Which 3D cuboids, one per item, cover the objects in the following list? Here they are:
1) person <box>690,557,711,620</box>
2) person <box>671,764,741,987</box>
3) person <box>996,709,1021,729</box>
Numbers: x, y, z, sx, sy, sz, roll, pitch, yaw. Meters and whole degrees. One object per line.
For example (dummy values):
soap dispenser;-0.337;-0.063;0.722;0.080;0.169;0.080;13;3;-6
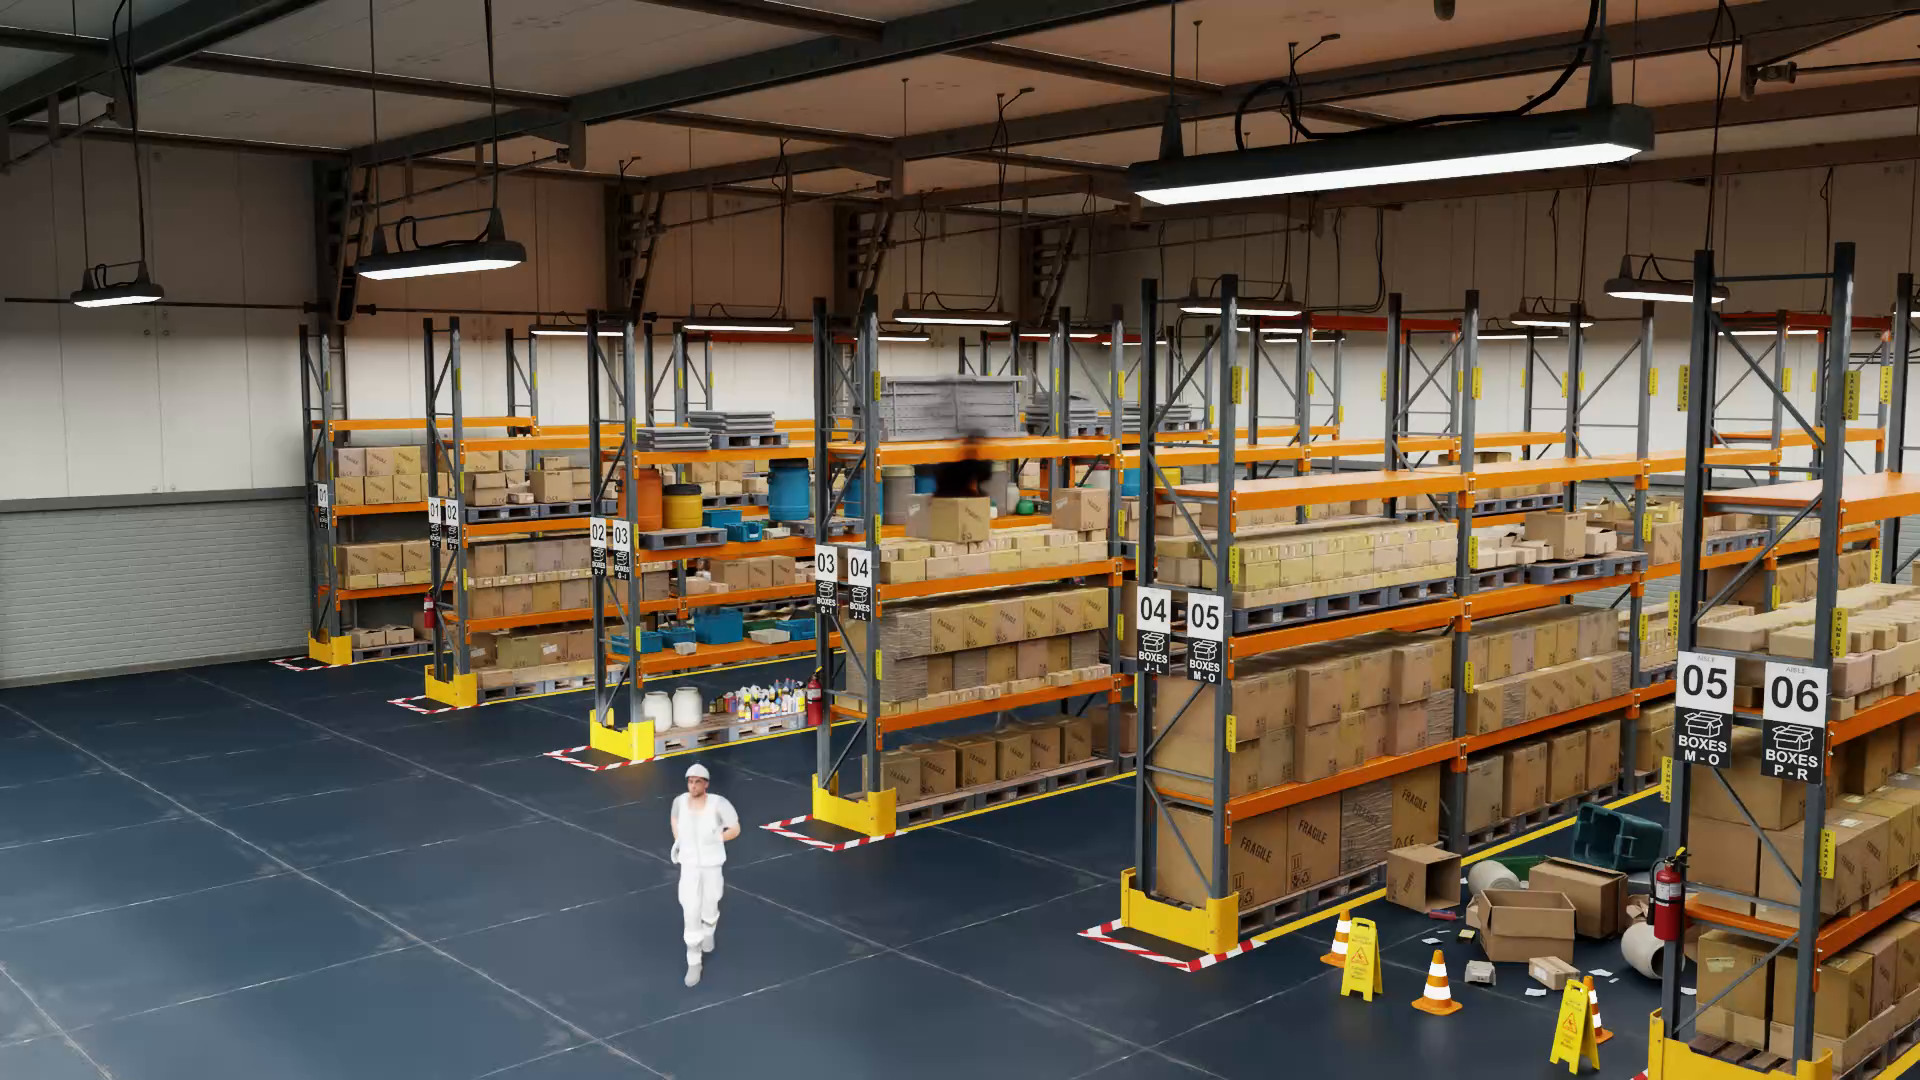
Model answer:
person;-4.929;1.133;31.794;0.614;1.647;0.580;5;7;38
person;-2.206;2.820;14.378;0.629;1.815;0.916;0;6;-1
person;0.608;2.006;22.843;0.581;1.698;0.924;4;7;37
